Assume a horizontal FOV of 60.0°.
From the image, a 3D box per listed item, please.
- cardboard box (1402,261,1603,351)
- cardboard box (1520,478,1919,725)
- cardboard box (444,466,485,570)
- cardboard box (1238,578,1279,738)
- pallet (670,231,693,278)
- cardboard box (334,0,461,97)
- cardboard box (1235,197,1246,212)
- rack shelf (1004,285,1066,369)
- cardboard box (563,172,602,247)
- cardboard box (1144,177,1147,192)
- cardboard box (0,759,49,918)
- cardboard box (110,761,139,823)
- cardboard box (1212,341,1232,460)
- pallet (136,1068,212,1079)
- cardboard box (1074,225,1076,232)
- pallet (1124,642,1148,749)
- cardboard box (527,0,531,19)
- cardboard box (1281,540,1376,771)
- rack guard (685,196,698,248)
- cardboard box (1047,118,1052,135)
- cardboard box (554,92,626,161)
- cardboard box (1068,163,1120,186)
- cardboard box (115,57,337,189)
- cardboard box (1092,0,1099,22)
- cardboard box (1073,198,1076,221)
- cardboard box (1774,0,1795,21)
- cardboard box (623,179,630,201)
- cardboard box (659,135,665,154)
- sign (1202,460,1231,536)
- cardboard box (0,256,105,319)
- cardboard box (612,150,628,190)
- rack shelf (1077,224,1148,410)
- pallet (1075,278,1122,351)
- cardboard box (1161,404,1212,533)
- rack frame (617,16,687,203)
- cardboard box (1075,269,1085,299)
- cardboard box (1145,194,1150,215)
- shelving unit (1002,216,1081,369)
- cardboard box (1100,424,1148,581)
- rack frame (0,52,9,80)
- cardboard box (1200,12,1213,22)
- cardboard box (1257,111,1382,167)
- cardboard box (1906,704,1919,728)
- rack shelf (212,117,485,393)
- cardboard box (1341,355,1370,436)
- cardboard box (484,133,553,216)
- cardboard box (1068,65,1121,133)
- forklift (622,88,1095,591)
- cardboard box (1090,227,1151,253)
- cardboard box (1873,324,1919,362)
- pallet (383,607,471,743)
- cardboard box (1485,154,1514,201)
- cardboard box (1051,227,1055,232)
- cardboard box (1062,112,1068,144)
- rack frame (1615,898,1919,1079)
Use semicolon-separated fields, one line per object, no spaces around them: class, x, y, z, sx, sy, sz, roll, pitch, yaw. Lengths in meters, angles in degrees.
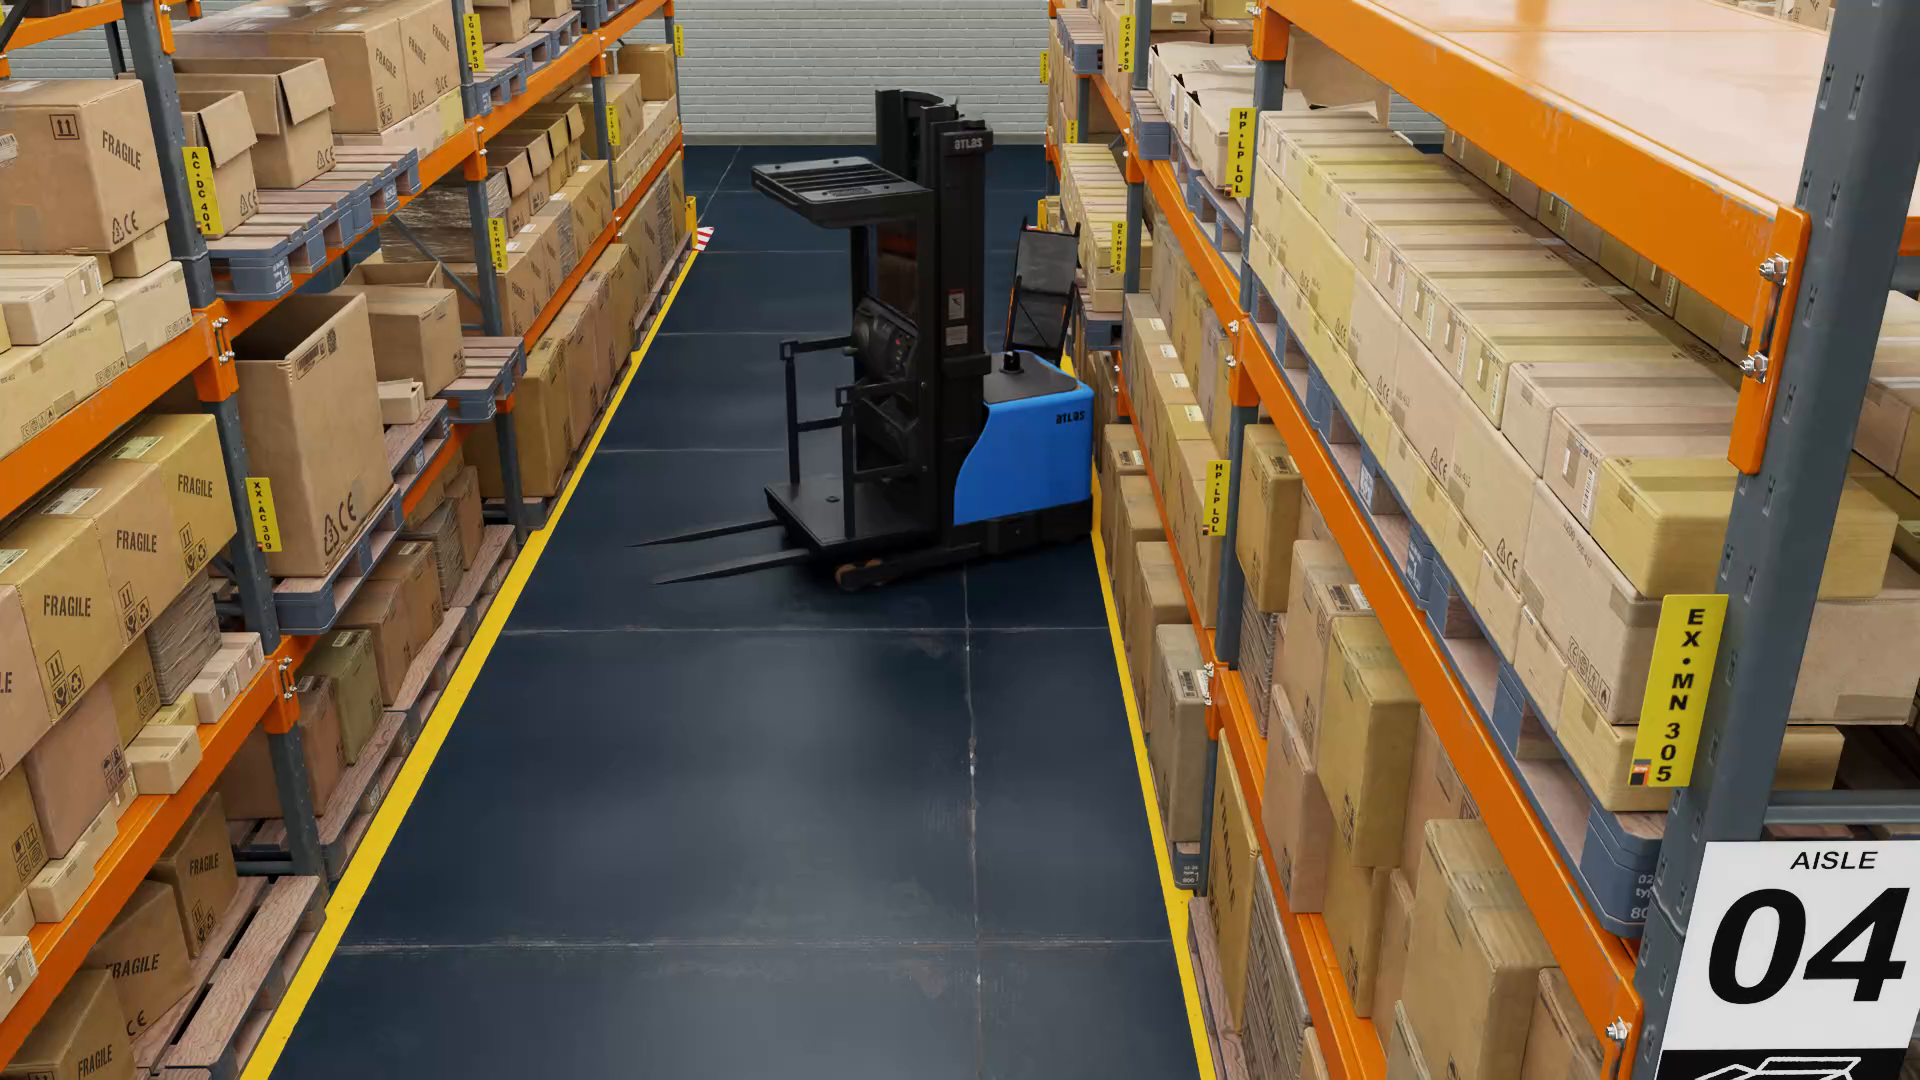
cardboard box;1.261;-0.548;3.887;0.380;0.149;0.250;-1;24;-1
cardboard box;1.333;0.095;2.950;0.500;0.250;0.500;0;24;0
cardboard box;-3.403;-0.135;10.409;0.700;0.500;0.500;-2;24;-3
cardboard box;1.590;0.401;6.540;0.875;0.550;0.550;0;24;-1
pallet;-3.430;-3.047;17.730;1.003;0.211;1.213;0;24;-1
cardboard box;-3.175;-2.794;9.420;0.500;0.500;0.500;0;24;1
cardboard box;1.407;-1.508;6.855;0.500;0.250;0.500;0;24;0
rack shelf;0.545;-1.498;12.178;0.431;0.518;0.480;7;64;0
cardboard box;-3.197;-2.648;13.344;0.500;0.500;0.500;0;24;1
cardboard box;1.693;-2.919;13.499;0.380;0.149;0.250;0;24;0
cardboard box;-3.403;0.921;5.091;0.875;0.500;0.500;0;24;-1
cardboard box;-3.169;0.913;5.897;0.380;0.149;0.250;0;24;-1
cardboard box;1.555;-0.600;7.601;0.700;0.500;0.500;-1;24;-1
pallet;-3.328;2.350;5.799;1.003;0.211;1.213;0;24;-1
cardboard box;1.051;-2.249;12.378;0.380;0.149;0.250;-1;24;-3
pallet;1.474;0.767;9.298;1.003;0.211;1.213;0;24;-1
cardboard box;-3.552;-4.063;12.552;0.500;0.311;0.500;-1;24;-2
cardboard box;1.535;0.359;5.324;0.875;0.550;0.550;0;24;-1
rack guard;-3.518;-3.517;18.420;1.175;0.500;0.348;0;24;-1
cardboard box;1.119;-4.377;17.594;0.380;0.149;0.250;0;24;-1
cardboard box;-3.223;-3.605;14.493;0.500;0.500;0.500;0;24;-1
cardboard box;1.041;-2.839;12.960;0.380;0.149;0.250;-1;24;-1
cardboard box;-3.304;-1.889;7.512;0.797;0.503;0.637;1;24;2
cardboard box;1.287;-4.133;12.706;0.500;0.311;0.500;-1;24;-1
cardboard box;1.051;-2.486;12.541;0.380;0.149;0.250;-1;24;-1
cardboard box;6.106;-3.785;11.992;0.396;0.266;0.258;2;24;4
cardboard box;-3.147;-3.115;14.803;0.380;0.149;0.250;-1;24;-2
cardboard box;-3.172;-3.966;16.683;0.380;0.149;0.250;-1;24;-2
sign;1.032;-0.167;6.671;0.100;0.325;0.005;0;24;-1
cardboard box;-3.093;-0.835;5.515;0.380;0.149;0.250;-1;24;-3
cardboard box;-3.217;-3.260;14.639;0.500;0.250;0.500;-1;24;-2
rack shelf;1.509;-1.827;12.522;1.077;0.370;4.000;0;24;-1
pallet;1.416;-1.536;11.239;1.213;0.211;1.003;0;24;-1
cardboard box;1.290;-0.358;8.280;0.500;0.500;0.500;0;24;0
rack frame;-3.517;-4.646;17.883;1.000;3.000;0.127;0;24;-1
cardboard box;1.231;-2.067;13.794;0.500;0.250;0.500;-1;24;-3
cardboard box;1.694;-2.683;13.338;0.380;0.149;0.250;0;24;-1
shelving unit;0.546;-1.504;12.166;0.431;2.100;0.503;7;64;0
cardboard box;1.447;-0.245;10.373;1.050;0.750;0.750;-1;24;-1
rack frame;-8.426;-2.976;14.189;1.000;3.000;0.127;0;24;-1
cardboard box;1.778;-3.185;10.891;0.500;0.500;0.500;0;24;-1
cardboard box;1.238;-1.383;5.734;0.380;0.149;0.250;0;24;0
cardboard box;1.931;0.229;3.137;0.380;0.149;0.250;0;24;0
rack shelf;-3.408;-1.565;8.302;1.077;0.370;4.000;0;24;-1
cardboard box;1.255;-0.393;4.513;0.380;0.149;0.250;0;24;0
cardboard box;-3.440;-2.699;12.238;0.797;0.503;0.637;1;24;1
cardboard box;1.211;-3.808;14.334;0.500;0.500;0.500;-1;24;-2
forklift;-0.662;-1.258;10.474;3.031;2.935;1.130;-11;27;-23
cardboard box;1.066;-1.982;11.065;0.380;0.149;0.250;-1;24;-1
cardboard box;1.926;-0.338;3.424;0.380;0.149;0.250;0;24;0
pallet;-3.413;0.744;9.348;1.003;0.211;1.213;0;24;-1
cardboard box;1.902;-1.178;5.280;0.380;0.149;0.250;0;24;-1
cardboard box;1.124;-3.118;17.093;0.380;0.149;0.250;0;24;1
cardboard box;1.195;-3.572;15.025;0.500;0.500;0.500;-1;24;-2
rack frame;1.618;1.966;3.263;1.000;3.000;0.127;0;24;-1
